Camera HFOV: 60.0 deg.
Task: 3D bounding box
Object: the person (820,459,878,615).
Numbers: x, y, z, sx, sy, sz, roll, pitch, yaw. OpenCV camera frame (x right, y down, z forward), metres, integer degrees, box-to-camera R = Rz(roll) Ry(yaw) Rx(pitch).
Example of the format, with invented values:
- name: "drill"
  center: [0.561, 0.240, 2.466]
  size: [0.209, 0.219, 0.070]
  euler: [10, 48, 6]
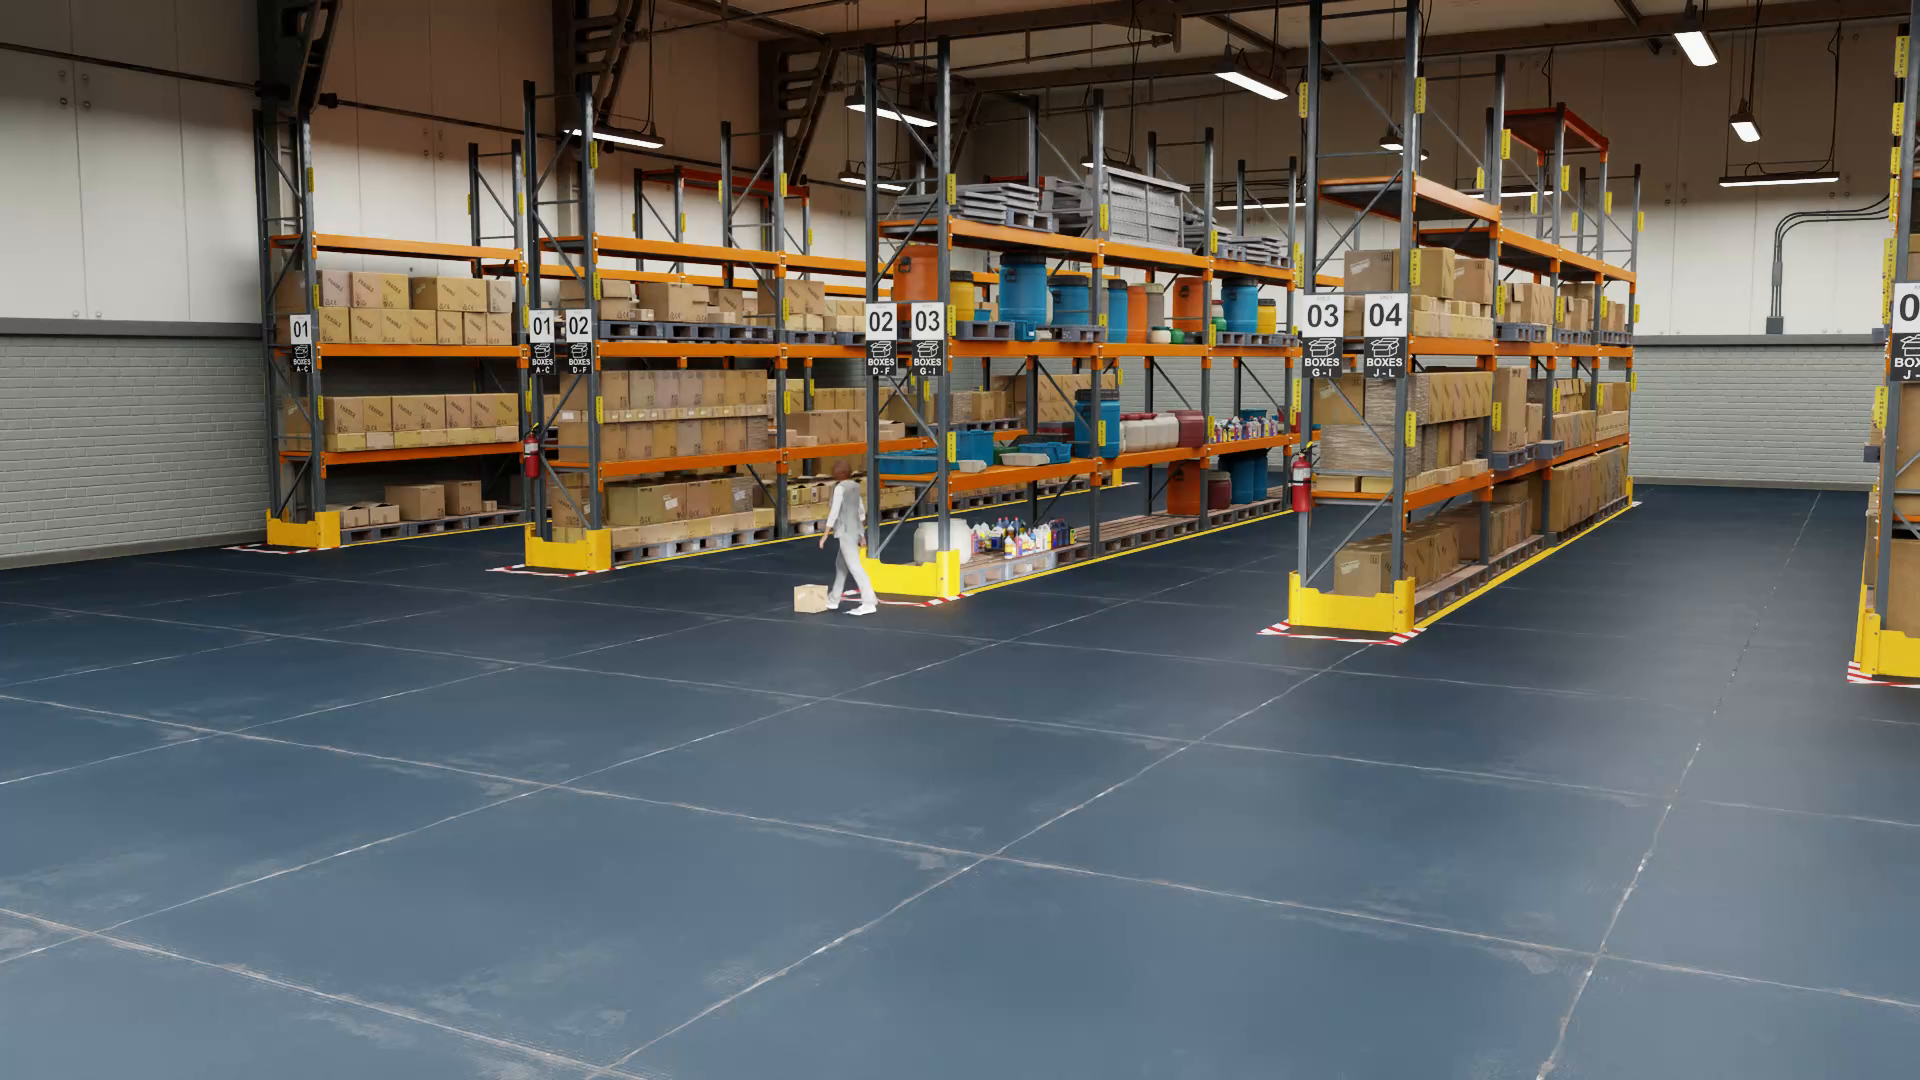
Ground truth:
- name: "person"
  center: [-1.181, -0.039, 16.917]
  size: [0.799, 1.545, 0.538]
  euler: [2, 6, 18]
